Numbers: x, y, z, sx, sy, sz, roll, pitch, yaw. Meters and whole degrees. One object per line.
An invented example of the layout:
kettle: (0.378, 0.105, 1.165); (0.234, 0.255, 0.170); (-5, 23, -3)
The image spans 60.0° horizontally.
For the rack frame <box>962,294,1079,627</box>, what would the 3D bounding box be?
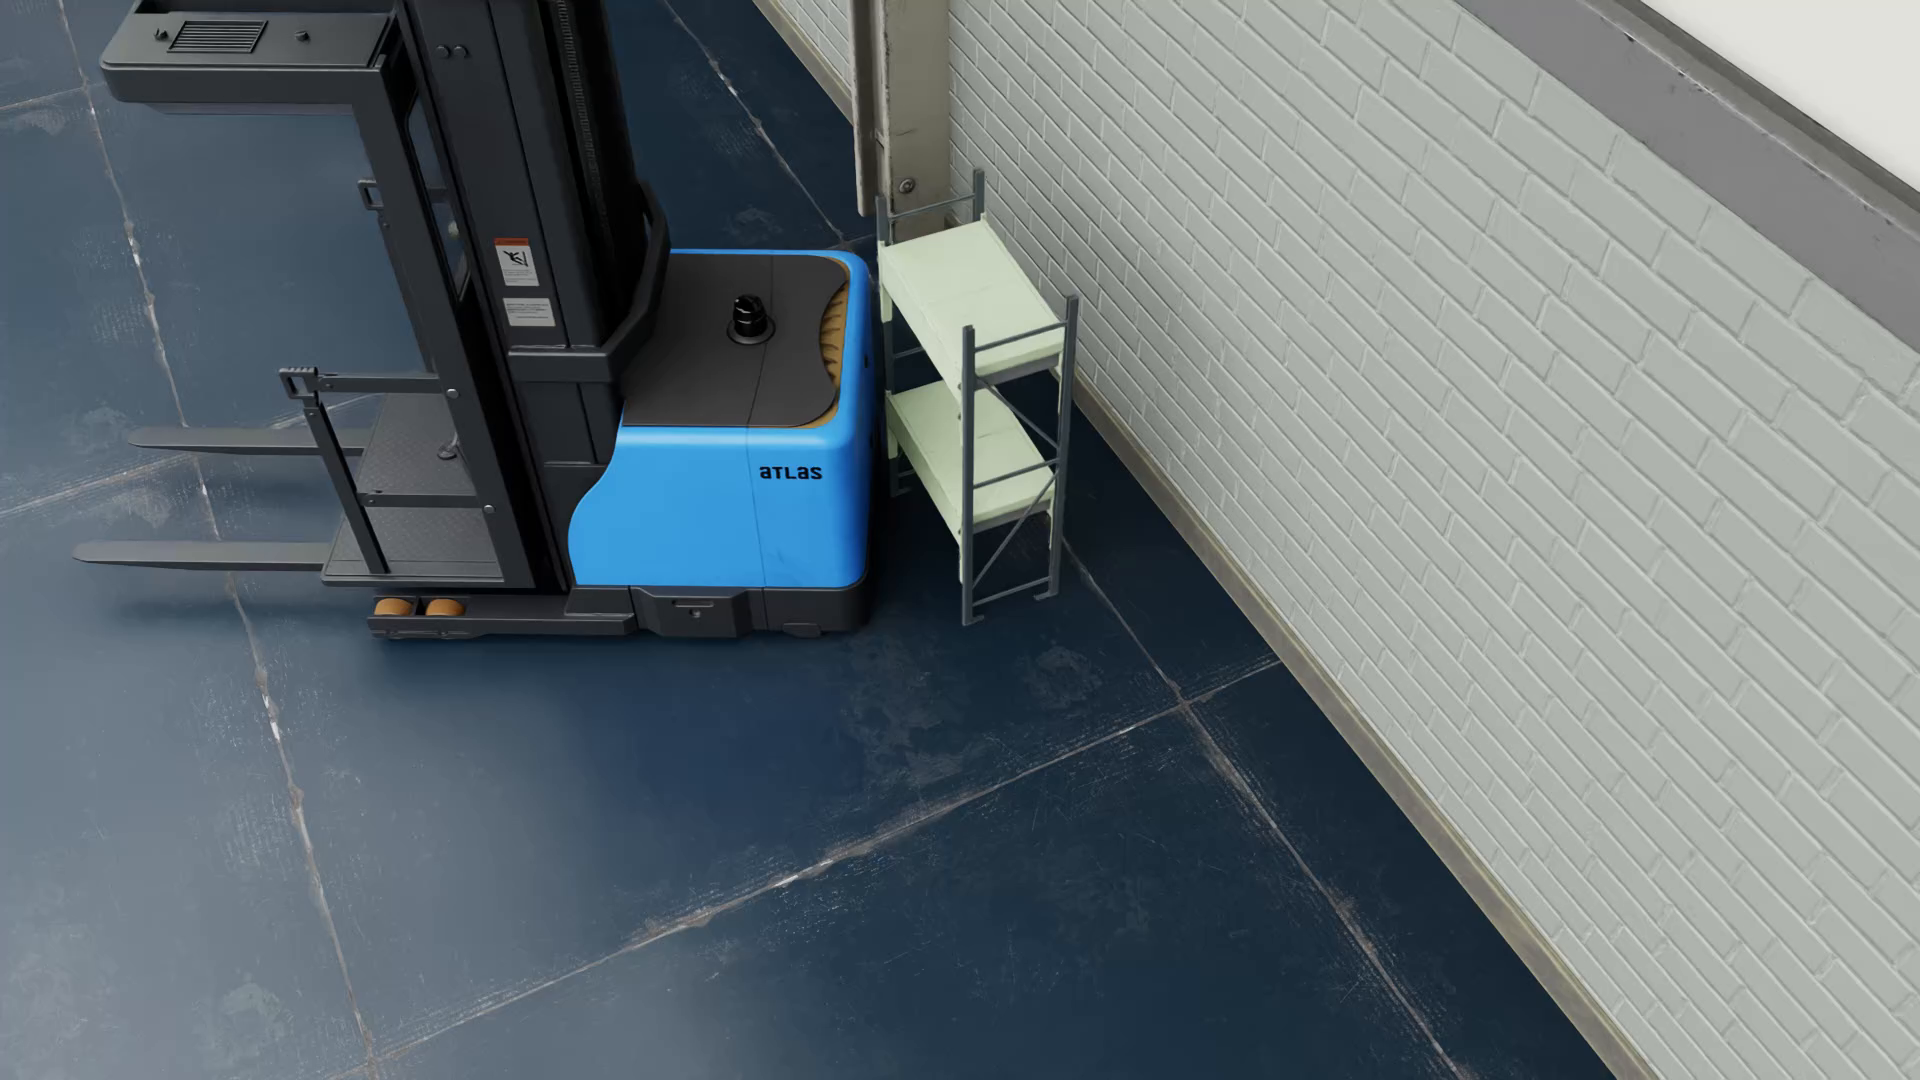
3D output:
rack frame: (0.195, -0.230, 5.848); (0.400, 1.500, 0.023); (-18, 51, -15)

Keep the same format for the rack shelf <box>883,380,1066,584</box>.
rack shelf: (0.046, -0.267, 6.313); (0.431, 0.370, 0.720); (-18, 51, -15)

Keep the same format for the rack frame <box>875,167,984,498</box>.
rack frame: (-0.102, -0.734, 6.288); (0.400, 1.500, 0.023); (-18, 51, -15)

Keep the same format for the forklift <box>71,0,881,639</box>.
forklift: (-1.846, -0.987, 5.558); (3.031, 2.935, 1.130); (1, 49, 1)

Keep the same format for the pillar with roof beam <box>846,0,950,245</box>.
pillar with roof beam: (-4.095, -2.993, 3.282); (9.100, 9.000, 0.400); (-21, 52, -18)

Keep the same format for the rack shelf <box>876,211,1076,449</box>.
rack shelf: (0.046, -0.739, 5.774); (0.431, 0.370, 0.720); (-18, 51, -15)

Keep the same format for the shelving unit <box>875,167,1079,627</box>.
shelving unit: (0.046, -0.482, 6.068); (0.431, 1.500, 0.755); (-18, 51, -15)
